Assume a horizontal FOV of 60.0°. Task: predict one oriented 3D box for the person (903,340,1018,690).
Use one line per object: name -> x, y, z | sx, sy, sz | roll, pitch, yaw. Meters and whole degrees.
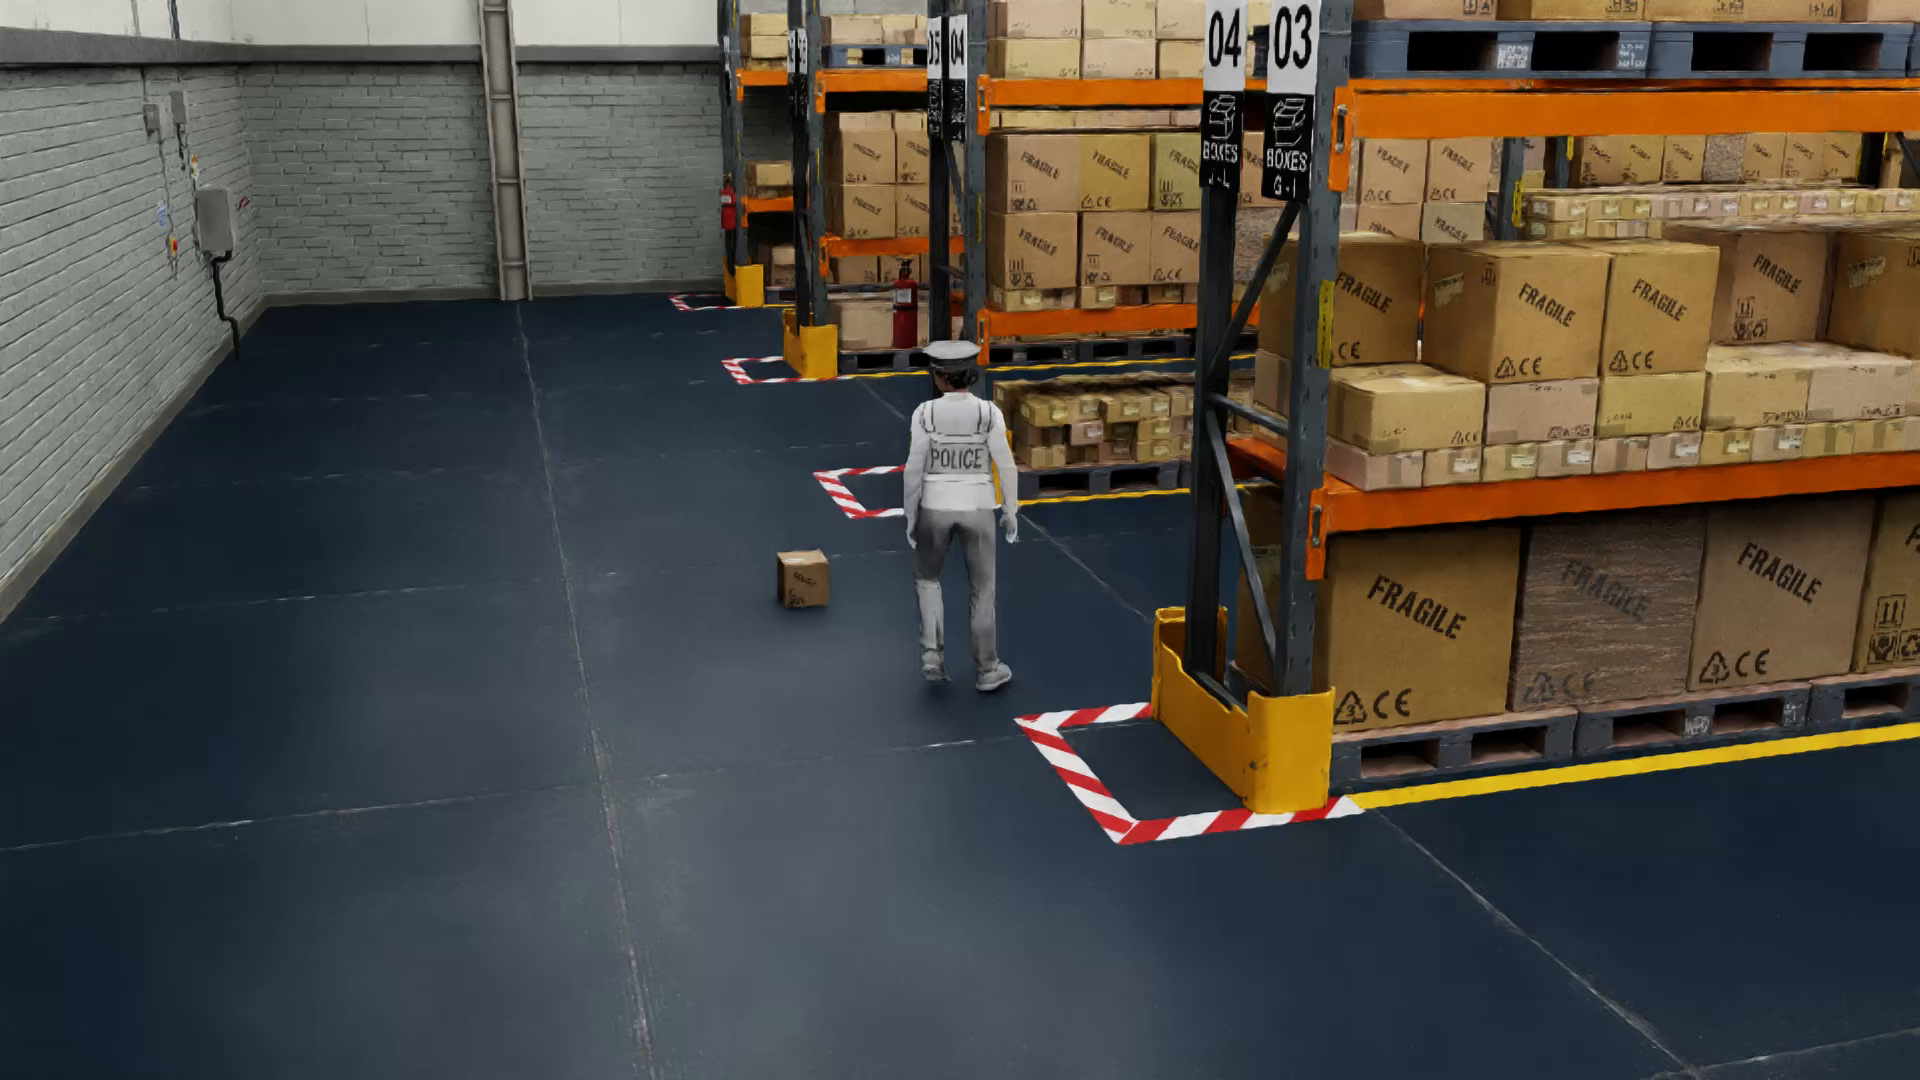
person -> 0.002, -0.097, 7.805 | 0.535, 1.663, 0.387 | 1, 16, 4
